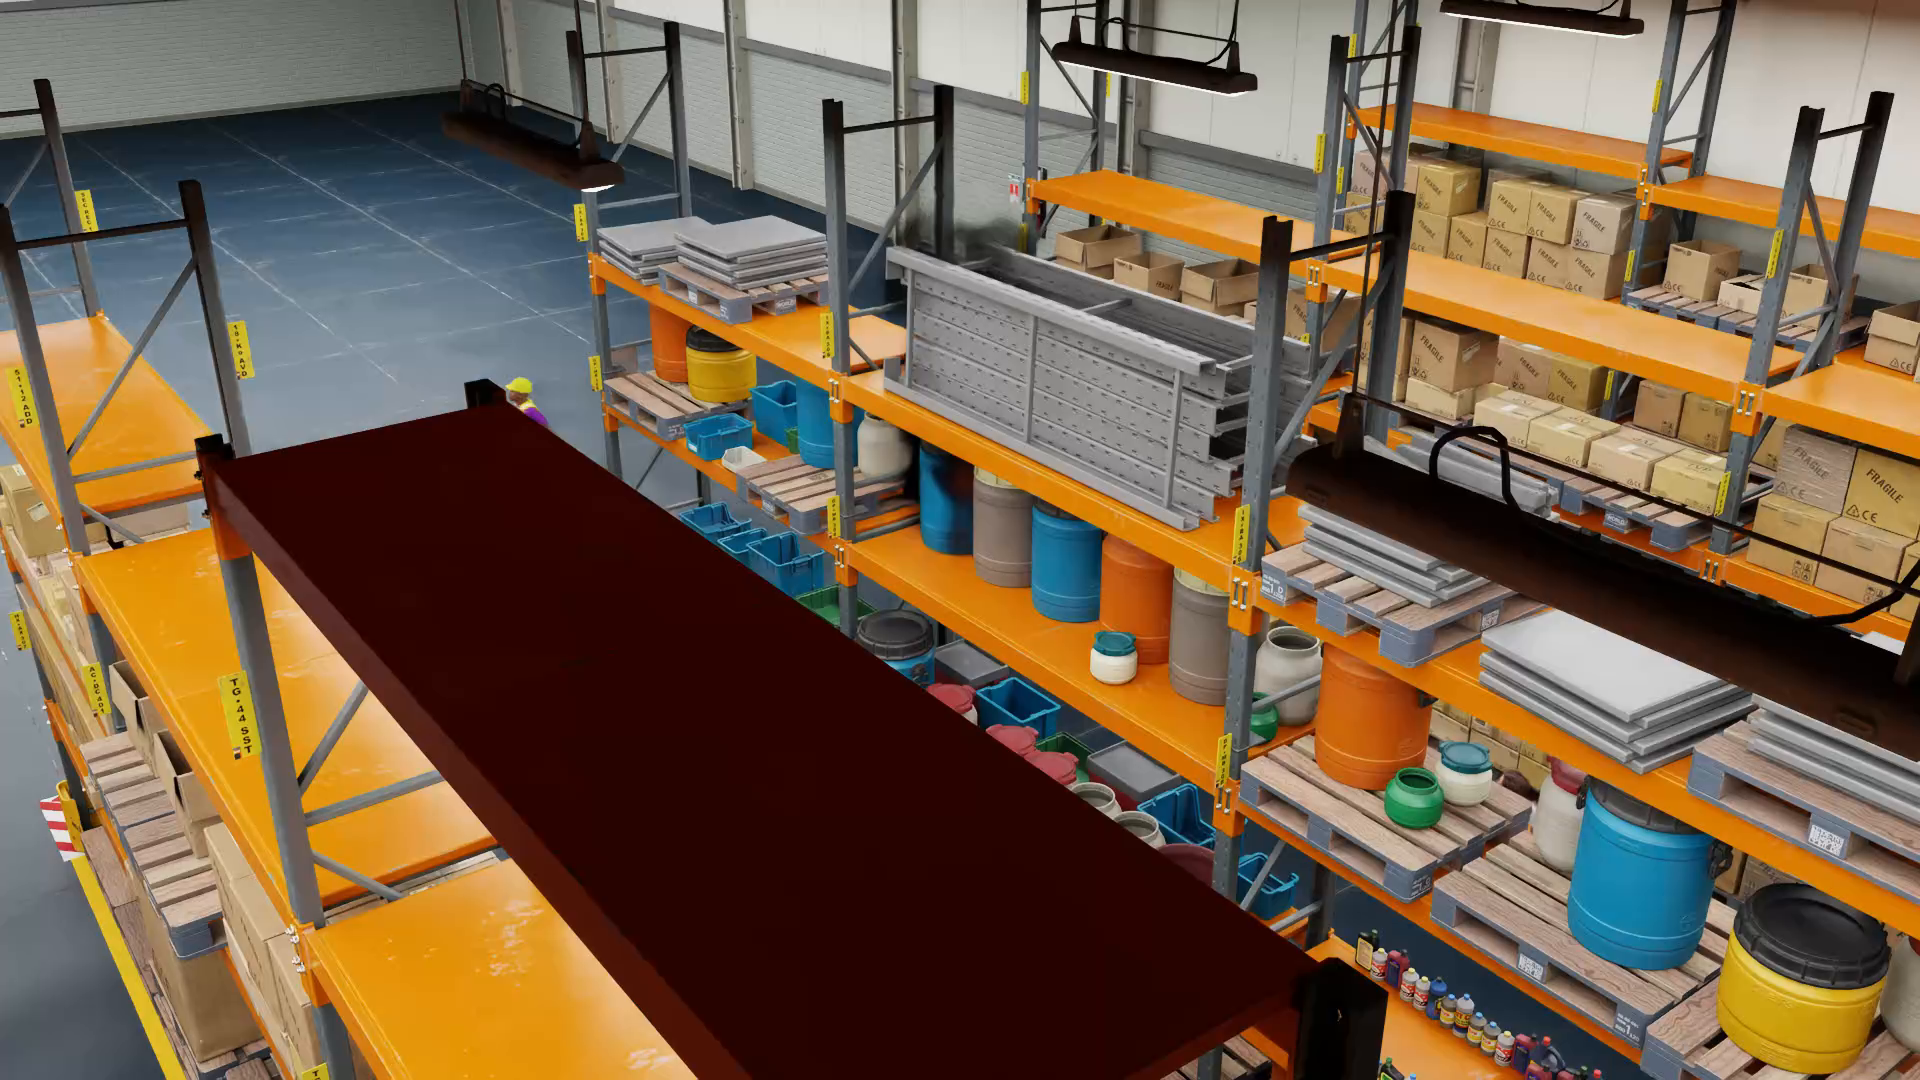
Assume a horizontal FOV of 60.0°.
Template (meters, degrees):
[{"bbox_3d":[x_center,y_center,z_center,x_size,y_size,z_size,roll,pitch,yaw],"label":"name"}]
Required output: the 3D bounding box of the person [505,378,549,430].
[{"bbox_3d":[-4.965,-0.983,19.009,0.730,1.822,0.674,-5,25,-11],"label":"person"}]

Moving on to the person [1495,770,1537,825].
[{"bbox_3d":[3.825,2.331,11.983,0.565,1.629,0.550,20,32,37],"label":"person"}]
